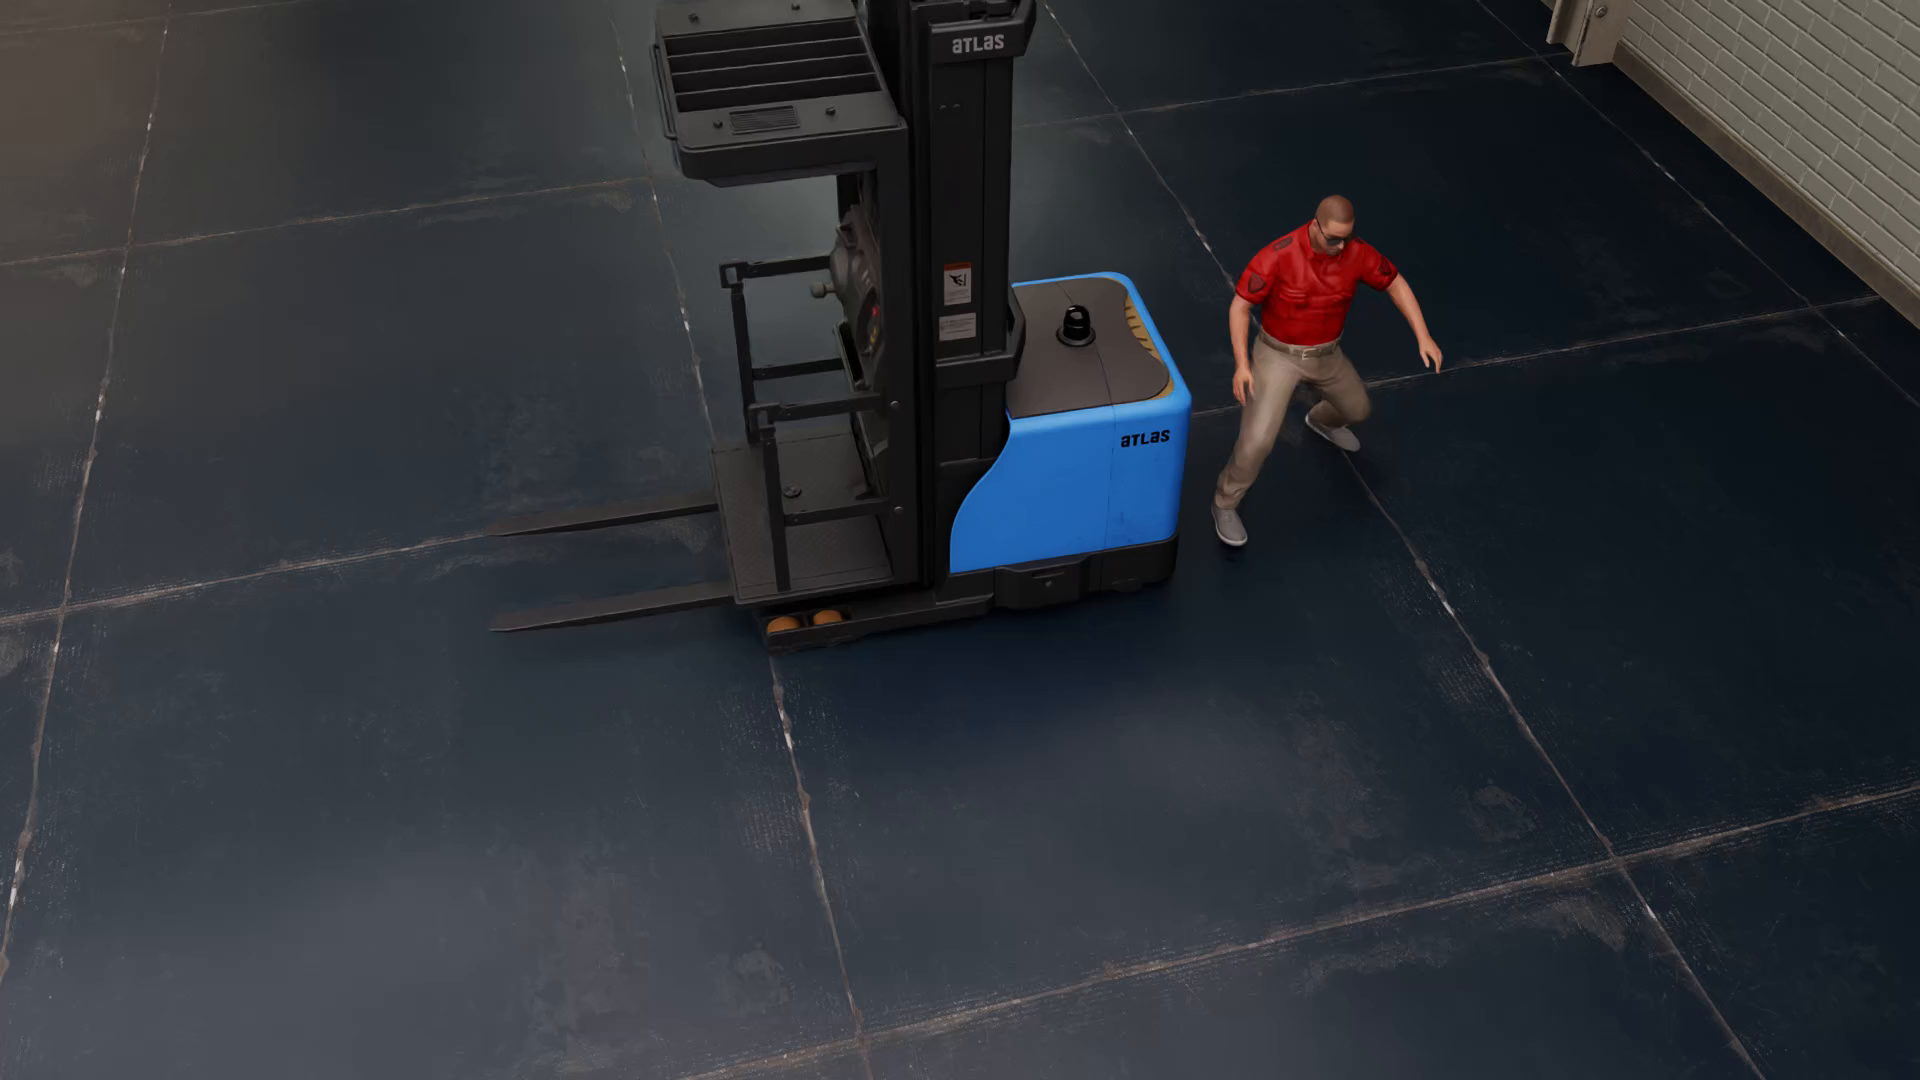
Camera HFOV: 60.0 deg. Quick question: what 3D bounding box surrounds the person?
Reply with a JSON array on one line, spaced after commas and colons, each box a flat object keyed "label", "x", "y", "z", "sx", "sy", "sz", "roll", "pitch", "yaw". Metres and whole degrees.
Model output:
[{"label": "person", "x": 1.622, "y": -0.831, "z": 7.548, "sx": 1.004, "sy": 1.595, "sz": 0.867, "roll": -8, "pitch": 44, "yaw": -9}]

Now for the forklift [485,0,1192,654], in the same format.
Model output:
[{"label": "forklift", "x": -0.595, "y": -0.969, "z": 6.671, "sx": 3.031, "sy": 2.935, "sz": 1.130, "roll": -9, "pitch": 44, "yaw": -9}]
